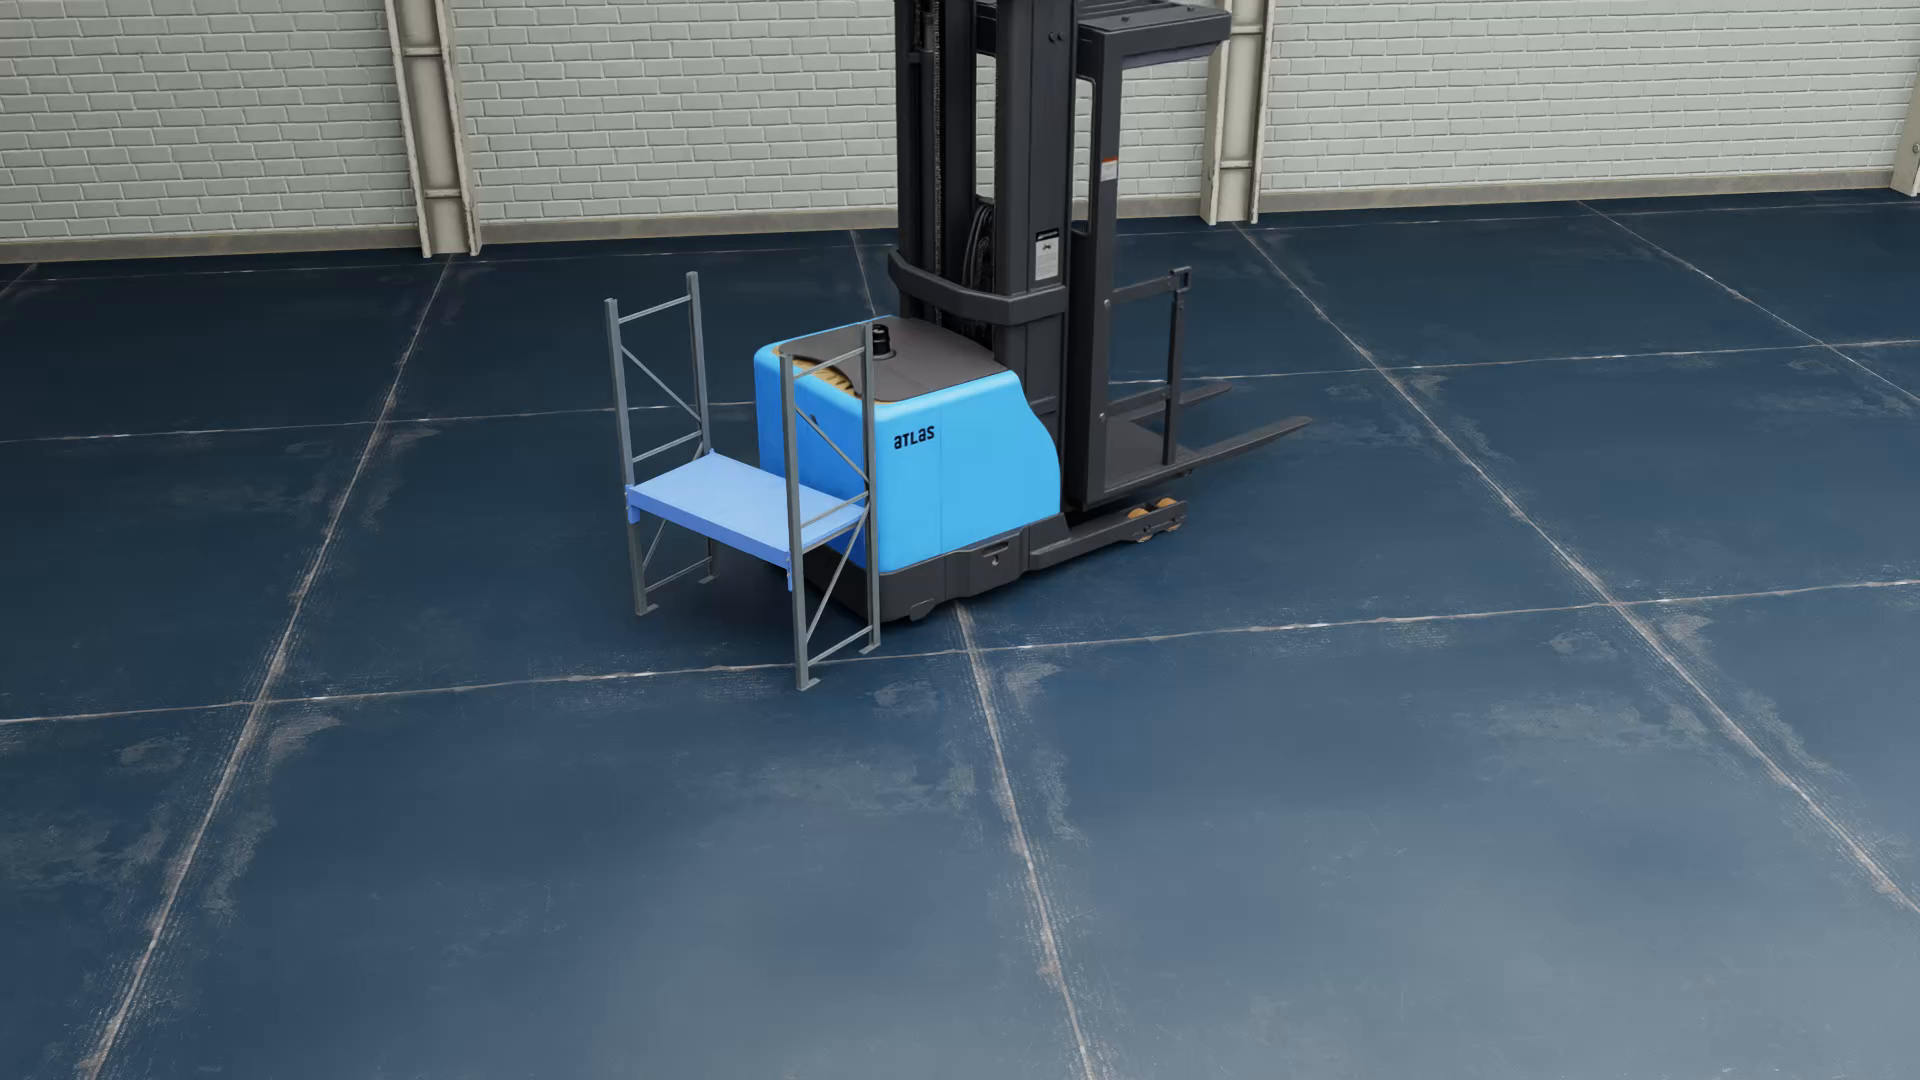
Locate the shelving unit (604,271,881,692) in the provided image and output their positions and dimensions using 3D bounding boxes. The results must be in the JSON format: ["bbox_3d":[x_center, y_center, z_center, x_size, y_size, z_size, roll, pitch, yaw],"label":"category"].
[{"bbox_3d":[-0.915,-0.265,7.124,1.048,1.500,0.538,20,33,34],"label":"shelving unit"}]

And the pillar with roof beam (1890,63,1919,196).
[{"bbox_3d":[8.674,-4.998,8.133,0.400,9.000,9.100,-4,27,-7],"label":"pillar with roof beam"}]

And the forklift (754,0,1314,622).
[{"bbox_3d":[0.519,-1.465,7.894,3.031,2.935,1.130,-19,33,-33],"label":"forklift"}]

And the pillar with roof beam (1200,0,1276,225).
[{"bbox_3d":[2.733,-4.616,7.390,0.400,9.000,9.100,-4,27,-7],"label":"pillar with roof beam"}]

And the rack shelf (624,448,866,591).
[{"bbox_3d":[-0.915,-0.105,7.207,1.000,0.185,0.538,20,33,34],"label":"rack shelf"}]

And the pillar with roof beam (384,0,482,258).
[{"bbox_3d":[-3.209,-4.235,6.646,0.400,9.000,9.100,-4,27,-7],"label":"pillar with roof beam"}]

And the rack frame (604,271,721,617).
[{"bbox_3d":[-1.309,-0.412,7.410,0.032,1.500,0.500,20,33,34],"label":"rack frame"}]

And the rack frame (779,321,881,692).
[{"bbox_3d":[-0.520,-0.119,6.839,0.032,1.500,0.500,20,33,34],"label":"rack frame"}]
